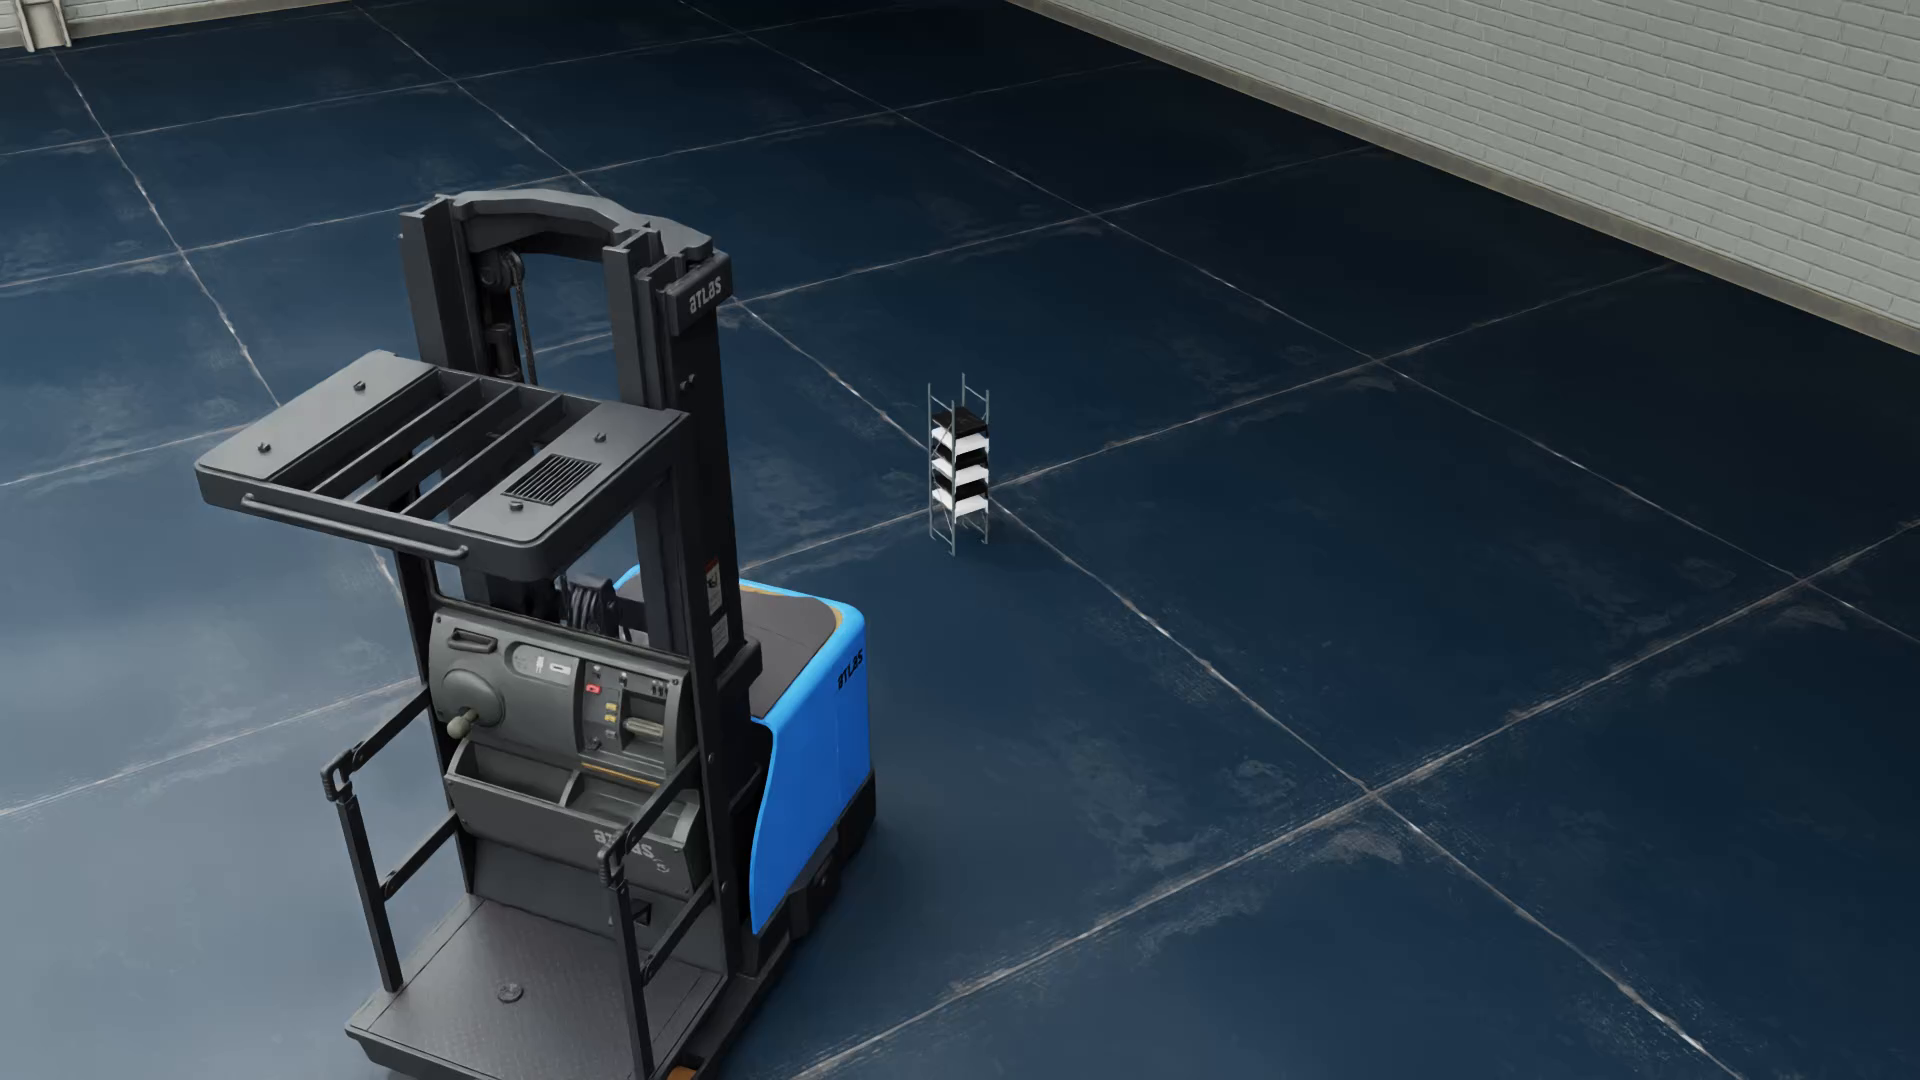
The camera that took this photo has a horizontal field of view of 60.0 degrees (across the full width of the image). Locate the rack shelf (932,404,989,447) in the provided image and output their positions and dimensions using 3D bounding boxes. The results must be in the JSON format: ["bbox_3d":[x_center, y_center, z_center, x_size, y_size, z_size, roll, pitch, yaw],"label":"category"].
[{"bbox_3d":[-0.007,-0.578,8.380,0.200,0.077,0.258,-19,37,-27],"label":"rack shelf"}]

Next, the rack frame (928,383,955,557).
[{"bbox_3d":[-0.092,-0.349,8.460,0.006,0.900,0.240,-19,37,-27],"label":"rack frame"}]

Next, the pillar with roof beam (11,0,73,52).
[{"bbox_3d":[-6.745,-6.801,11.097,0.400,9.000,9.100,-19,37,-27],"label":"pillar with roof beam"}]

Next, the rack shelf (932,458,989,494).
[{"bbox_3d":[-0.007,-0.350,8.524,0.200,0.077,0.258,-19,37,-27],"label":"rack shelf"}]

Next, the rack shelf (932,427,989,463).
[{"bbox_3d":[-0.007,-0.502,8.428,0.200,0.077,0.258,-19,37,-27],"label":"rack shelf"}]

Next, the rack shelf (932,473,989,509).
[{"bbox_3d":[-0.007,-0.274,8.572,0.200,0.077,0.258,-19,37,-27],"label":"rack shelf"}]

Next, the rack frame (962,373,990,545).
[{"bbox_3d":[0.079,-0.408,8.553,0.006,0.900,0.240,-19,37,-27],"label":"rack frame"}]

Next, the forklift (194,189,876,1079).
[{"bbox_3d":[-1.370,0.554,5.124,1.130,2.935,3.031,12,34,19],"label":"forklift"}]

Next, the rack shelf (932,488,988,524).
[{"bbox_3d":[-0.007,-0.198,8.620,0.200,0.077,0.258,-19,37,-27],"label":"rack shelf"}]

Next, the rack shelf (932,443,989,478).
[{"bbox_3d":[-0.007,-0.426,8.476,0.200,0.077,0.258,-19,37,-27],"label":"rack shelf"}]

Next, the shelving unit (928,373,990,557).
[{"bbox_3d":[-0.007,-0.378,8.506,0.210,0.900,0.258,-19,37,-27],"label":"shelving unit"}]
